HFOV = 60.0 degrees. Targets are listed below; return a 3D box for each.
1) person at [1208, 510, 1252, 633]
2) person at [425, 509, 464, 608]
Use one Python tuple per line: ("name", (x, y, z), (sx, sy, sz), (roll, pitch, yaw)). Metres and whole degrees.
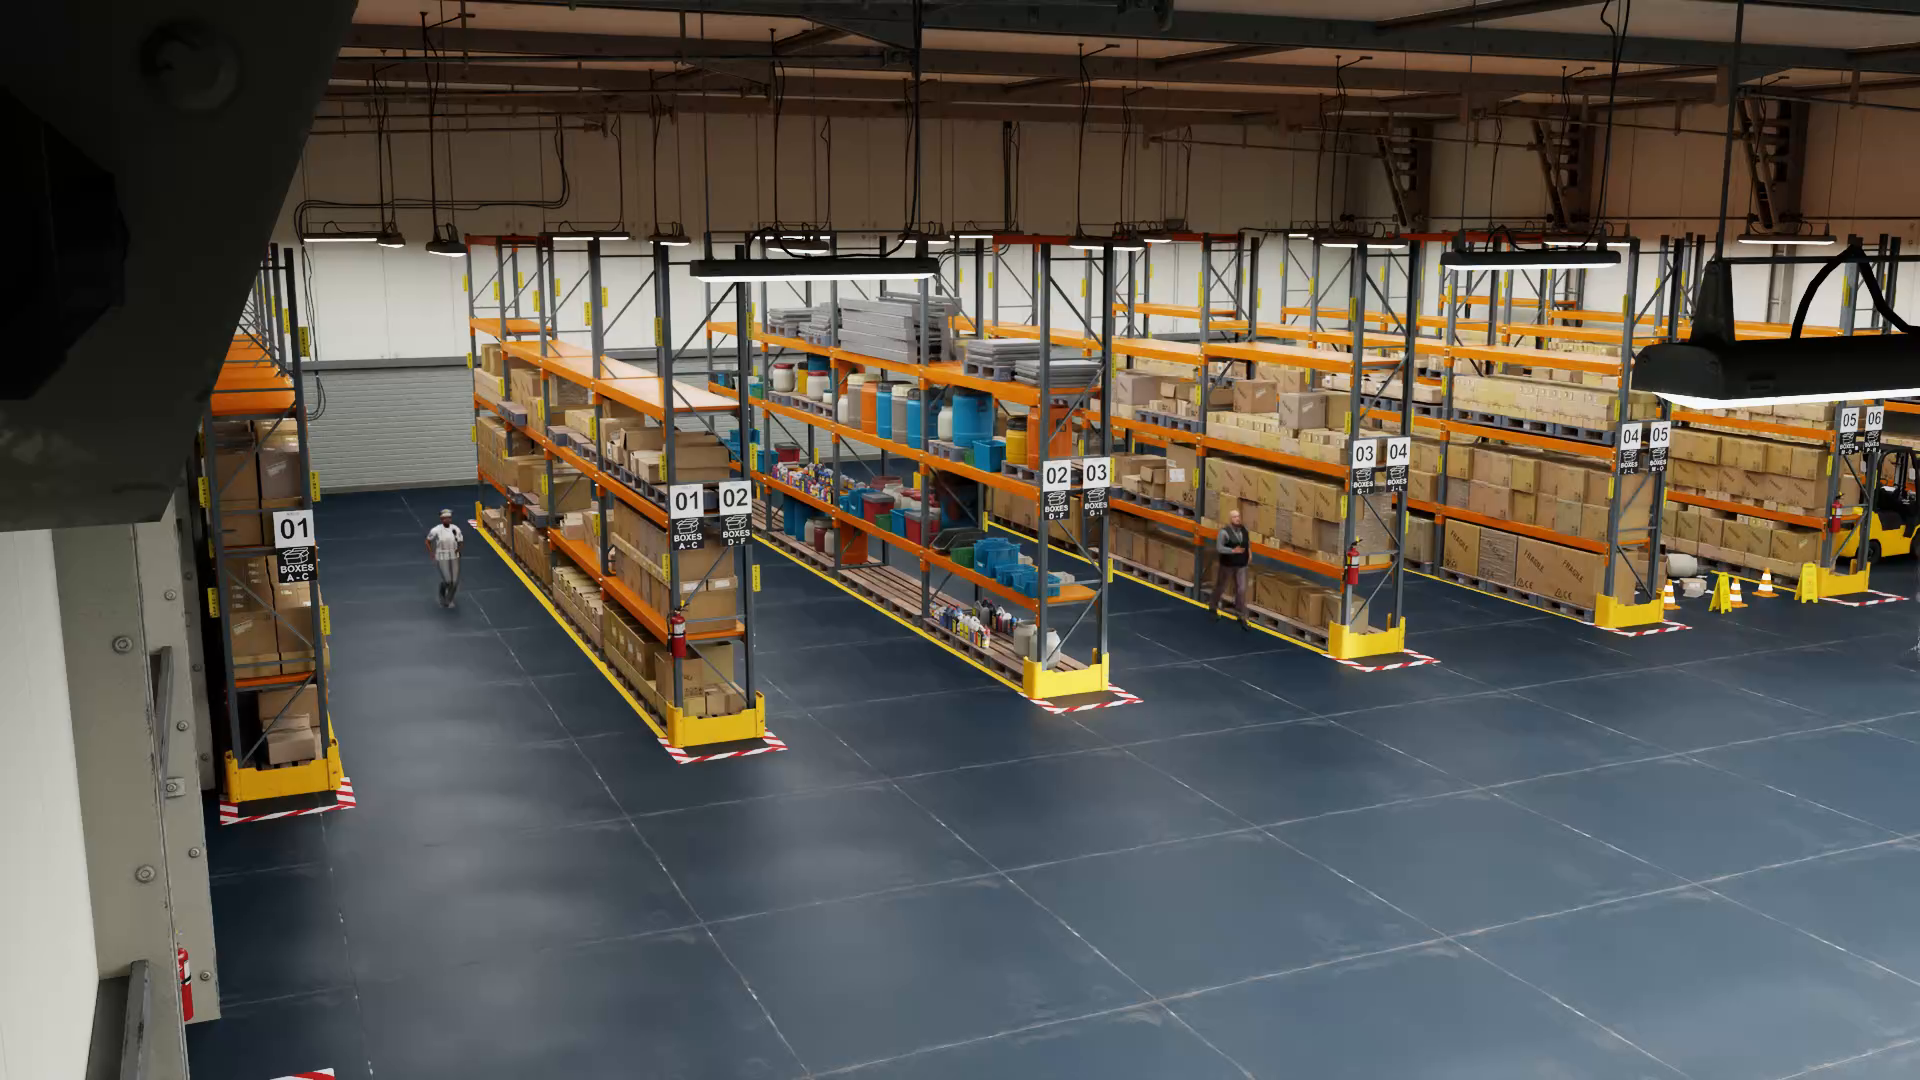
("person", (4.082, 0.427, 24.917), (0.663, 1.794, 0.854), (-4, 12, -19))
("person", (-8.342, 0.315, 27.096), (0.560, 1.660, 0.599), (-7, 13, -33))
